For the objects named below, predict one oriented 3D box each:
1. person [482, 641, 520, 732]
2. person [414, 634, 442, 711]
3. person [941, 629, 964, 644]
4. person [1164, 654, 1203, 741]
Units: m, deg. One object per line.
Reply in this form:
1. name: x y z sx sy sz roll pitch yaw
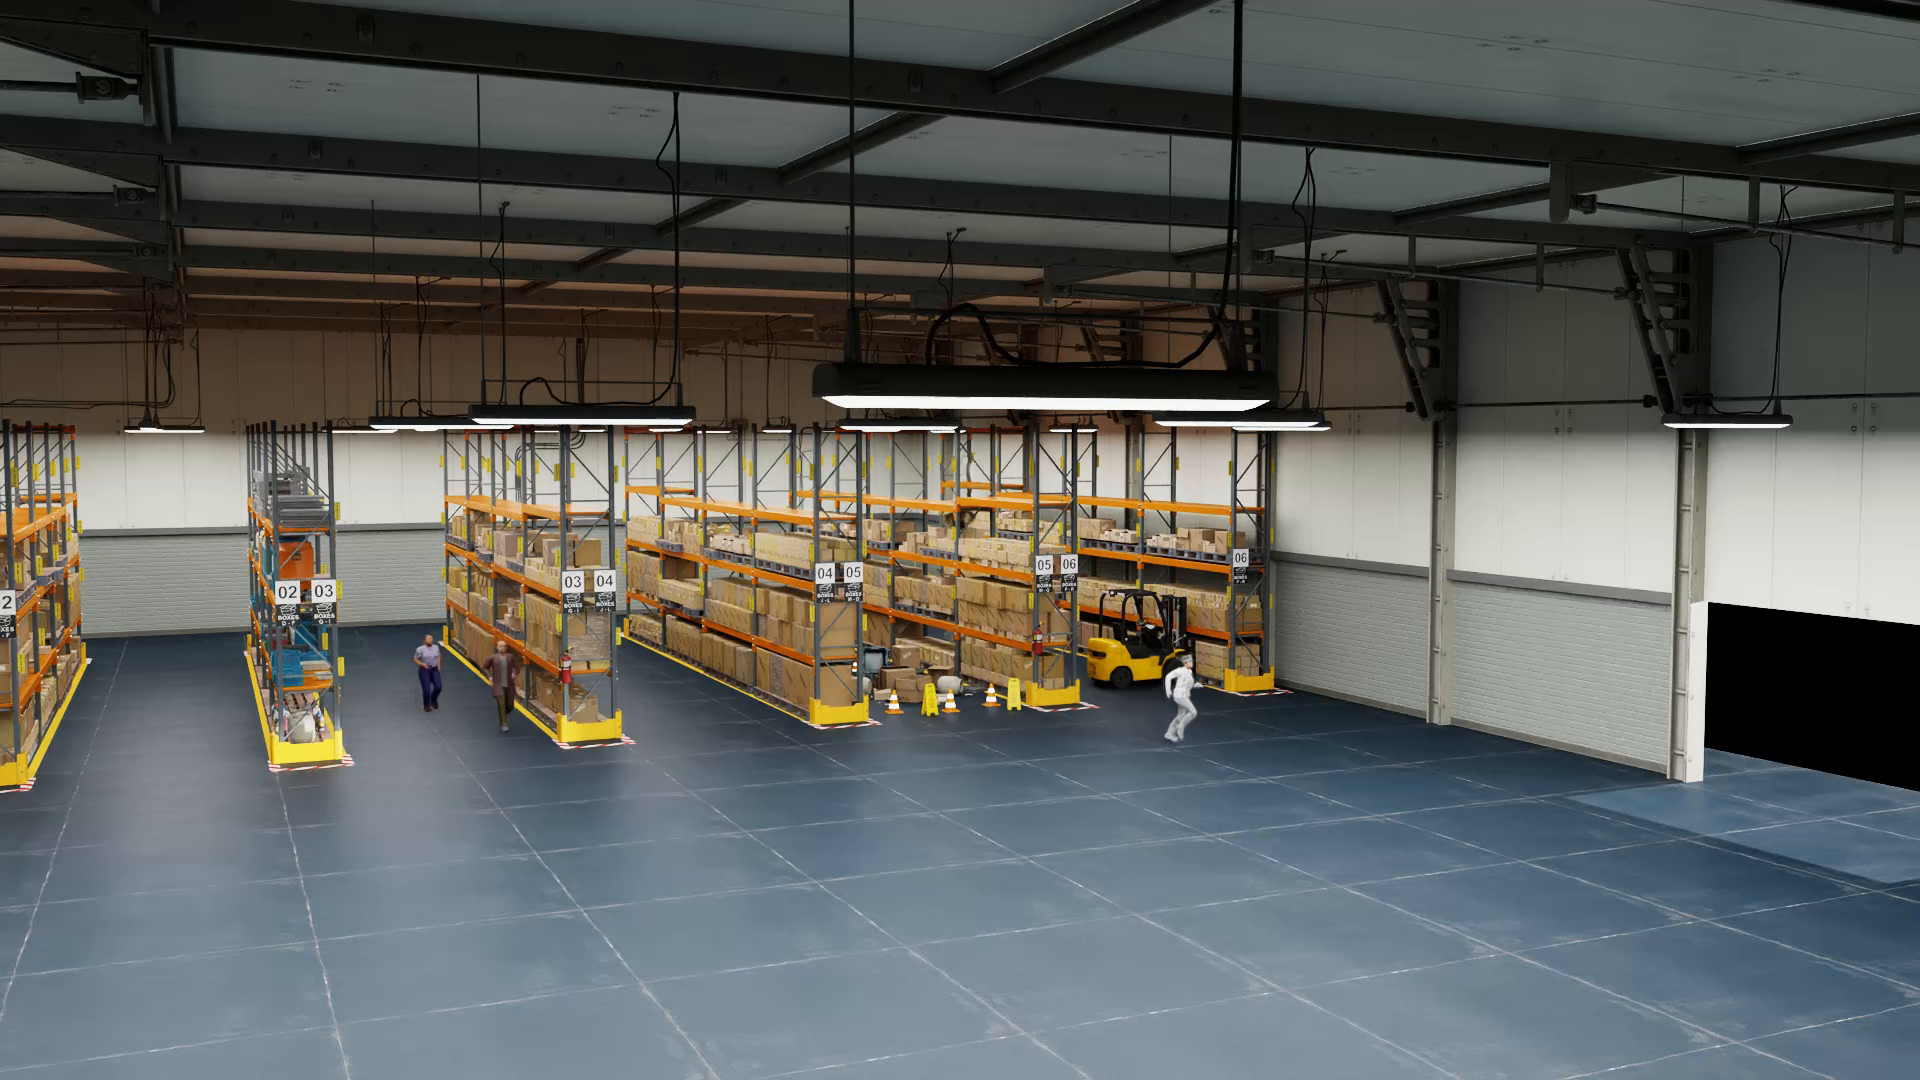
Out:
1. person: -8.919 2.829 32.375 0.716 1.737 0.840 -2 4 -28
2. person: -11.014 2.753 34.517 0.604 1.610 0.581 -2 4 -34
3. person: -0.222 2.071 44.771 0.634 1.786 1.101 -2 4 -23
4. person: 4.157 2.942 30.976 0.721 1.642 0.549 2 4 32
